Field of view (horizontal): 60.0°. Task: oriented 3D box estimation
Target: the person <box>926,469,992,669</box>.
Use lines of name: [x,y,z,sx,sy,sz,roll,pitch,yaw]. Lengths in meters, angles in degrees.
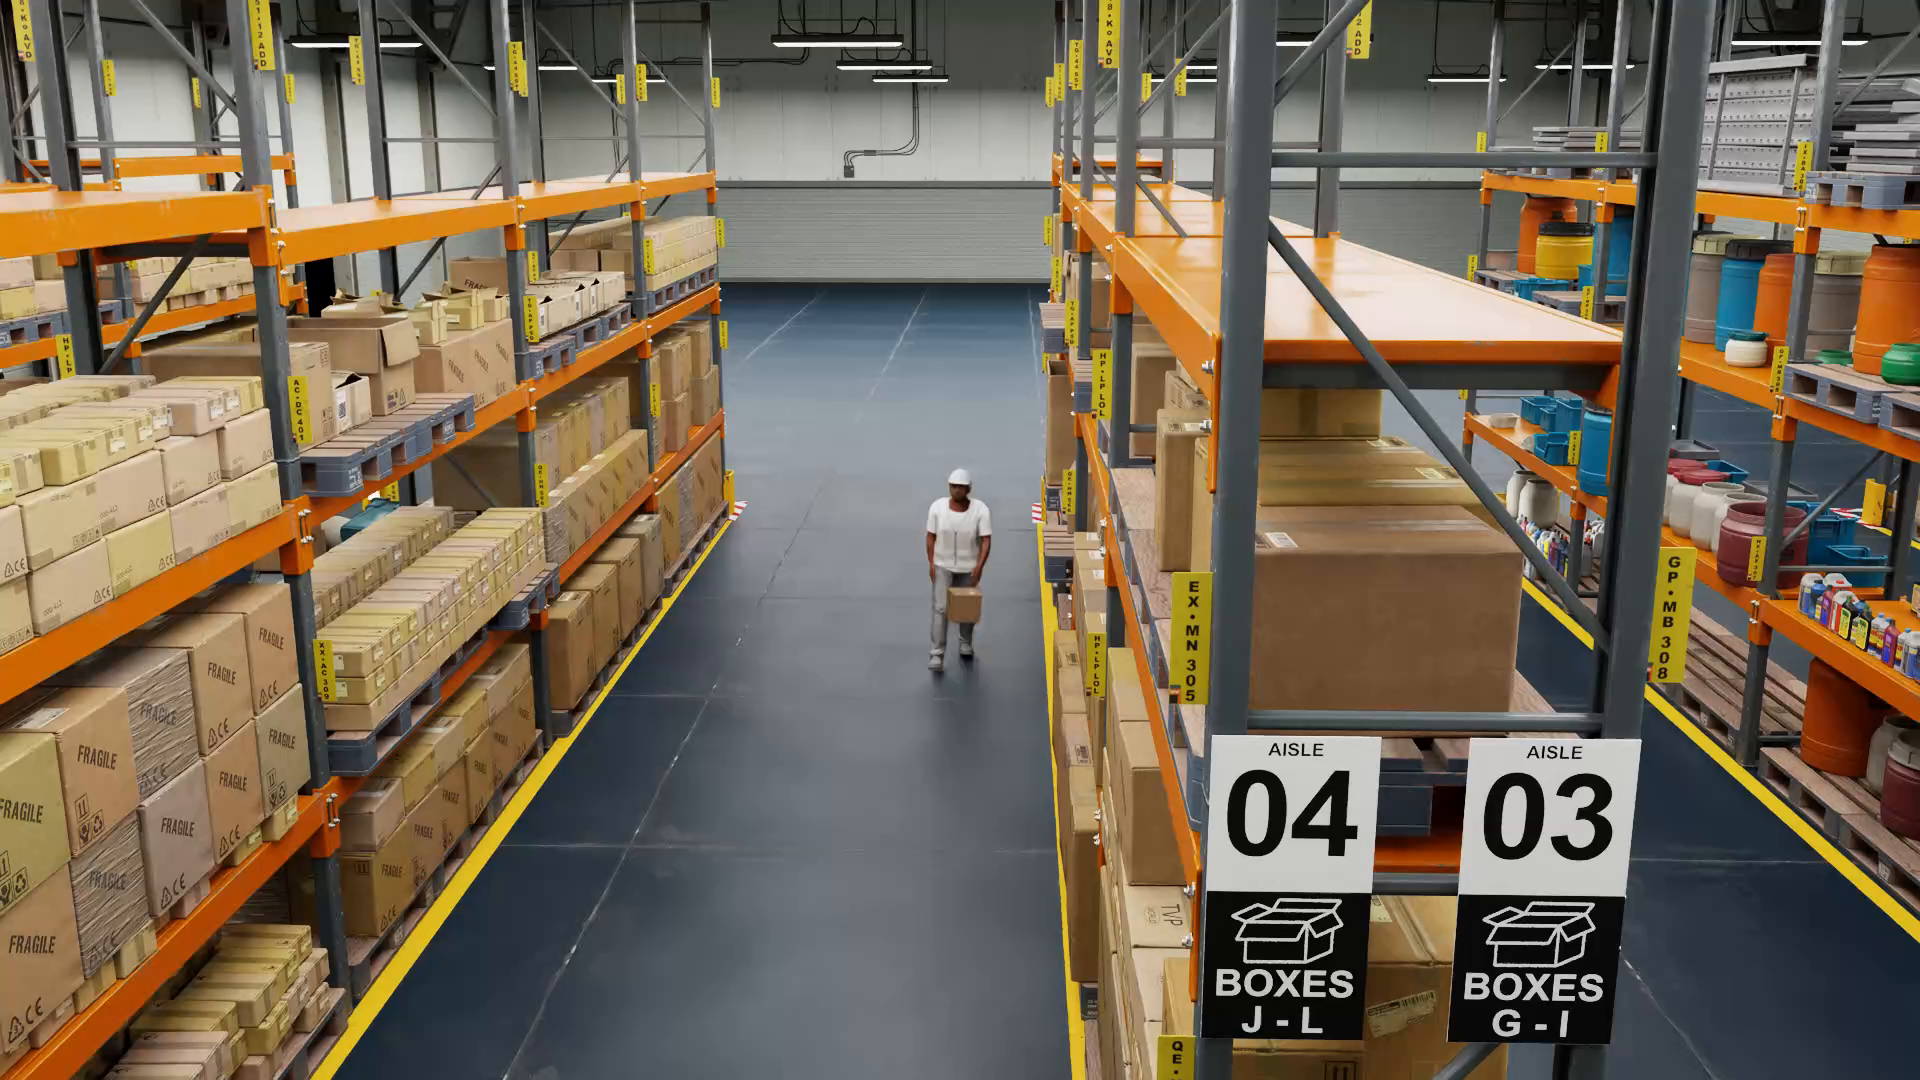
person: [-0.014,0.239,14.461,0.582,1.727,0.921,1,14,3]
